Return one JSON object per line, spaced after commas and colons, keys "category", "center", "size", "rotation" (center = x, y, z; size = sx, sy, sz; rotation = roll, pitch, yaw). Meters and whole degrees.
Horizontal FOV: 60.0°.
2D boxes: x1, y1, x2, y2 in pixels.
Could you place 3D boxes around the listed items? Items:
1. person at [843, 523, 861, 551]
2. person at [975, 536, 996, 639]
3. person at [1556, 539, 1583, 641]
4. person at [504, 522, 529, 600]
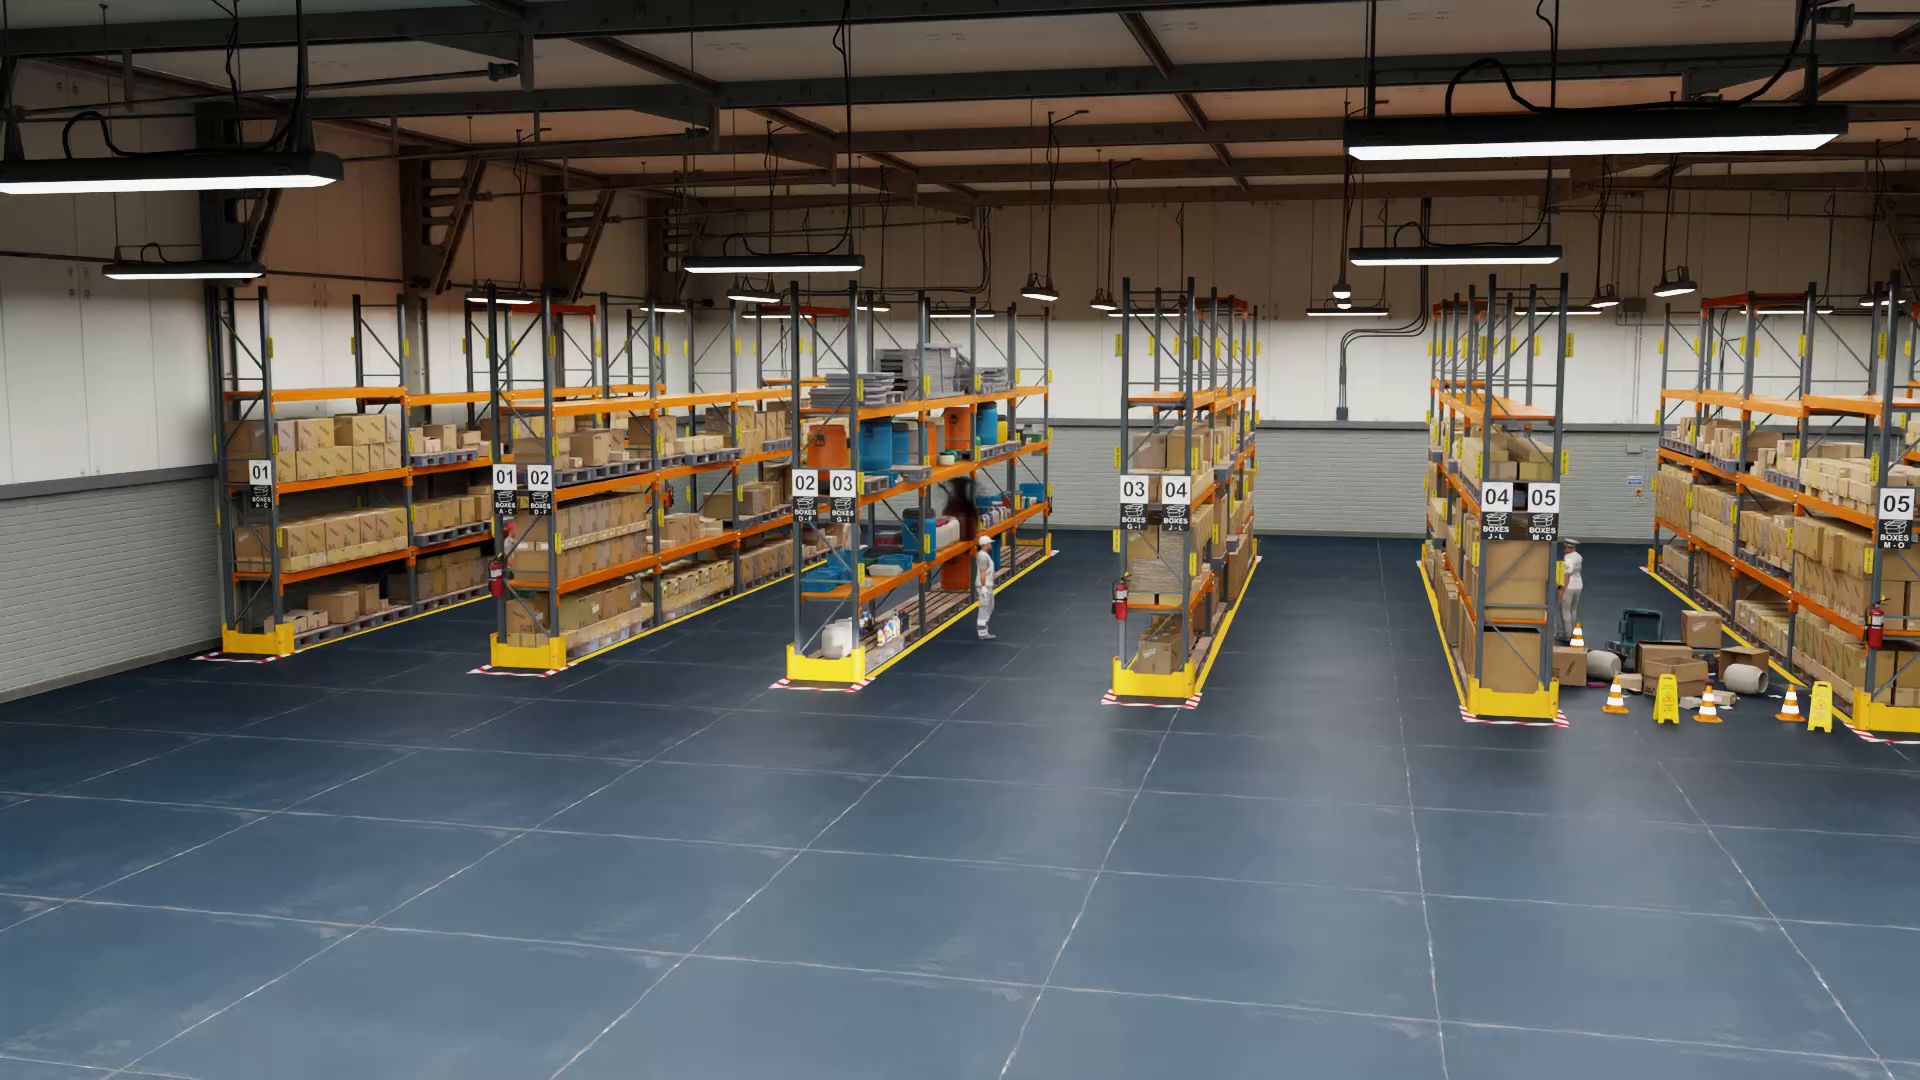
{"category": "person", "center": [-2.063, 0.174, 32.304], "size": [0.405, 1.673, 0.508], "rotation": [6, 9, 43]}
{"category": "person", "center": [0.443, 0.835, 28.760], "size": [0.360, 1.828, 0.635], "rotation": [0, 7, 2]}
{"category": "person", "center": [10.479, 0.836, 28.761], "size": [0.555, 1.748, 0.574], "rotation": [-4, 8, -30]}
{"category": "person", "center": [-8.188, 0.587, 30.870], "size": [0.536, 1.835, 0.634], "rotation": [4, 8, 32]}
